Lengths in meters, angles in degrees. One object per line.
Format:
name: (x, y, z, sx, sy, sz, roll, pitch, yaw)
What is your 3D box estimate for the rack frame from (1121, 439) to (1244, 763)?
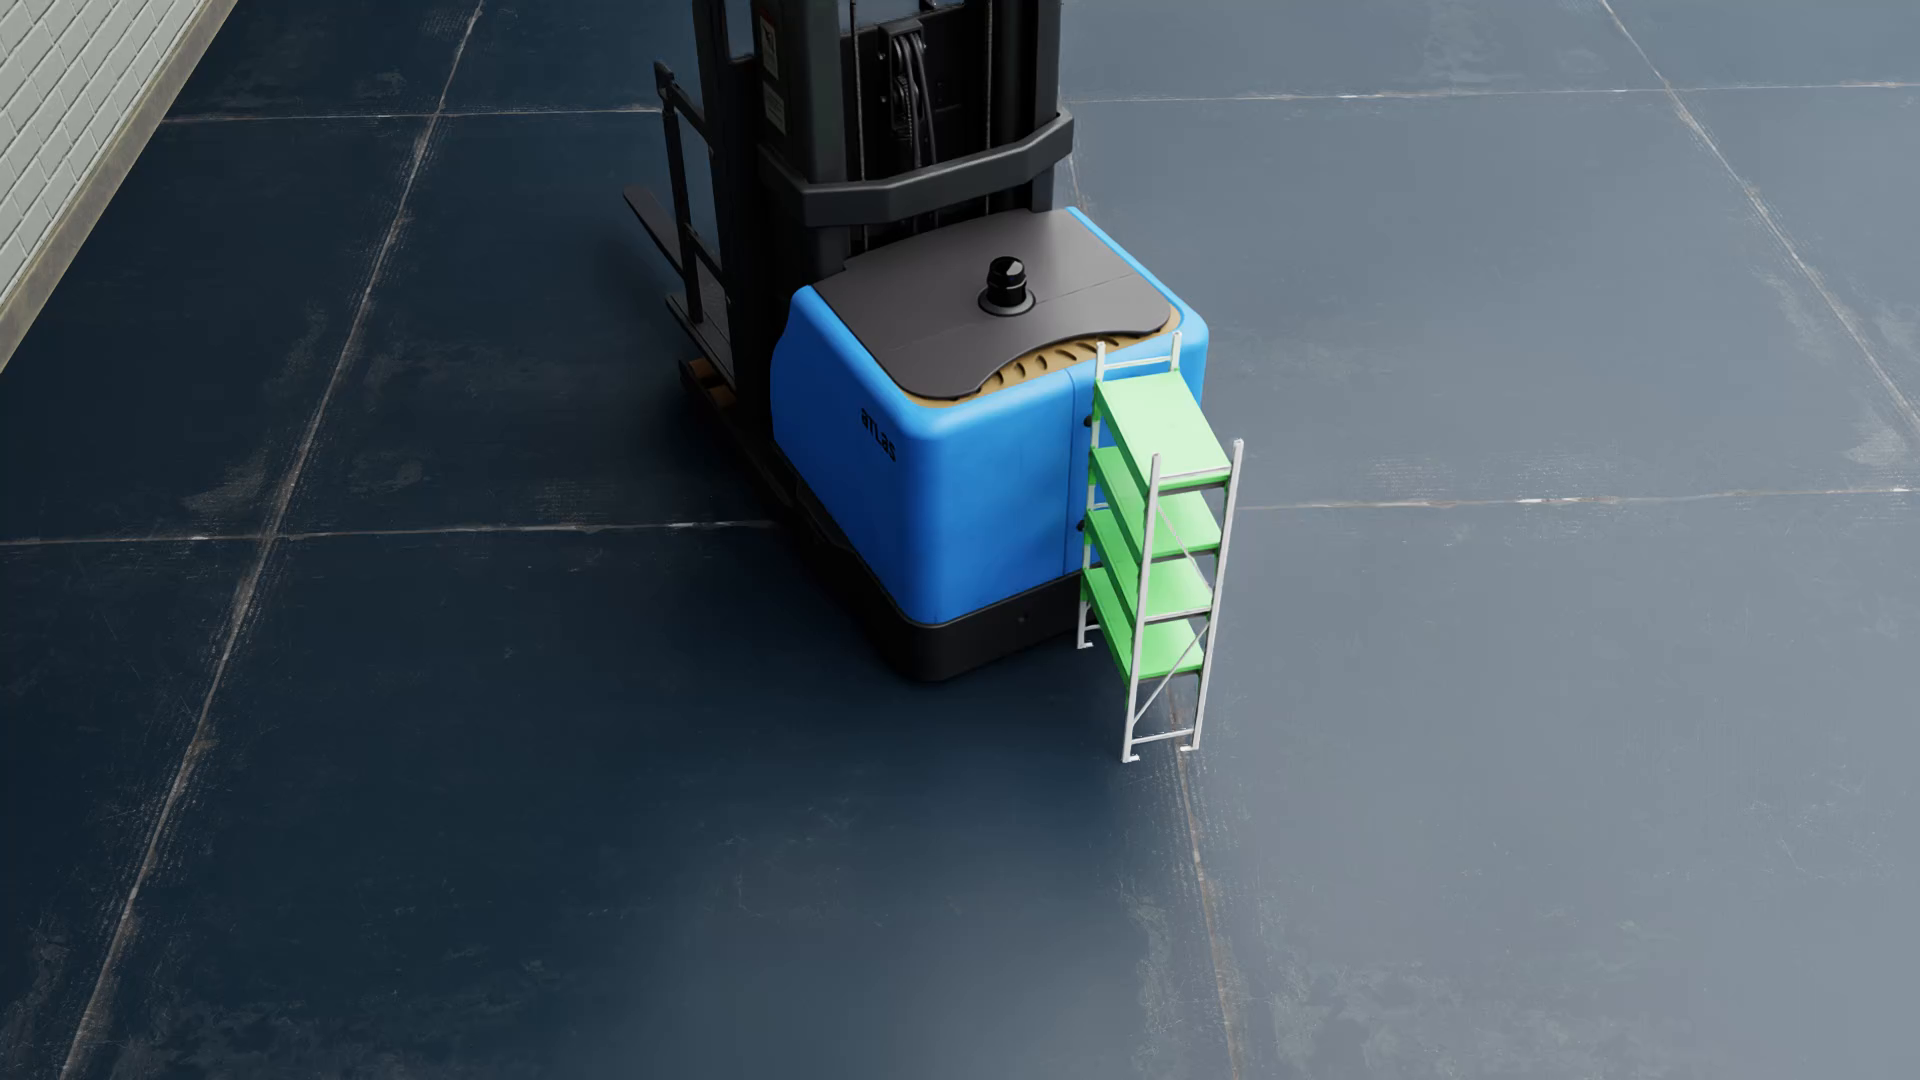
rack frame: (0.606, 0.208, 4.635, 0.240, 1.200, 0.015, -9, 43, -10)

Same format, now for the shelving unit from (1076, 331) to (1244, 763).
shelving unit: (0.550, 0.048, 4.810, 0.258, 1.200, 0.503, -9, 43, -10)

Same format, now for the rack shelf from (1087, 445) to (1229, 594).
rack shelf: (0.550, -0.082, 4.691, 0.258, 0.148, 0.480, -9, 43, -10)

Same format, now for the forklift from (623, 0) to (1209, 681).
forklift: (-0.405, -1.628, 5.357, 1.130, 2.935, 3.031, -21, 46, -21)

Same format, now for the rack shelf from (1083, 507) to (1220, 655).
rack shelf: (0.550, 0.095, 4.853, 0.258, 0.148, 0.480, -9, 43, -10)

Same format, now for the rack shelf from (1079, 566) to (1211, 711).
rack shelf: (0.550, 0.272, 5.015, 0.258, 0.148, 0.480, -9, 43, -10)

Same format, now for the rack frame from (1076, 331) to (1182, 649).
rack frame: (0.494, -0.113, 4.985, 0.240, 1.200, 0.015, -9, 43, -10)

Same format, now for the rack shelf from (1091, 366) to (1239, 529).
rack shelf: (0.550, -0.259, 4.529, 0.258, 0.148, 0.480, -9, 43, -10)
